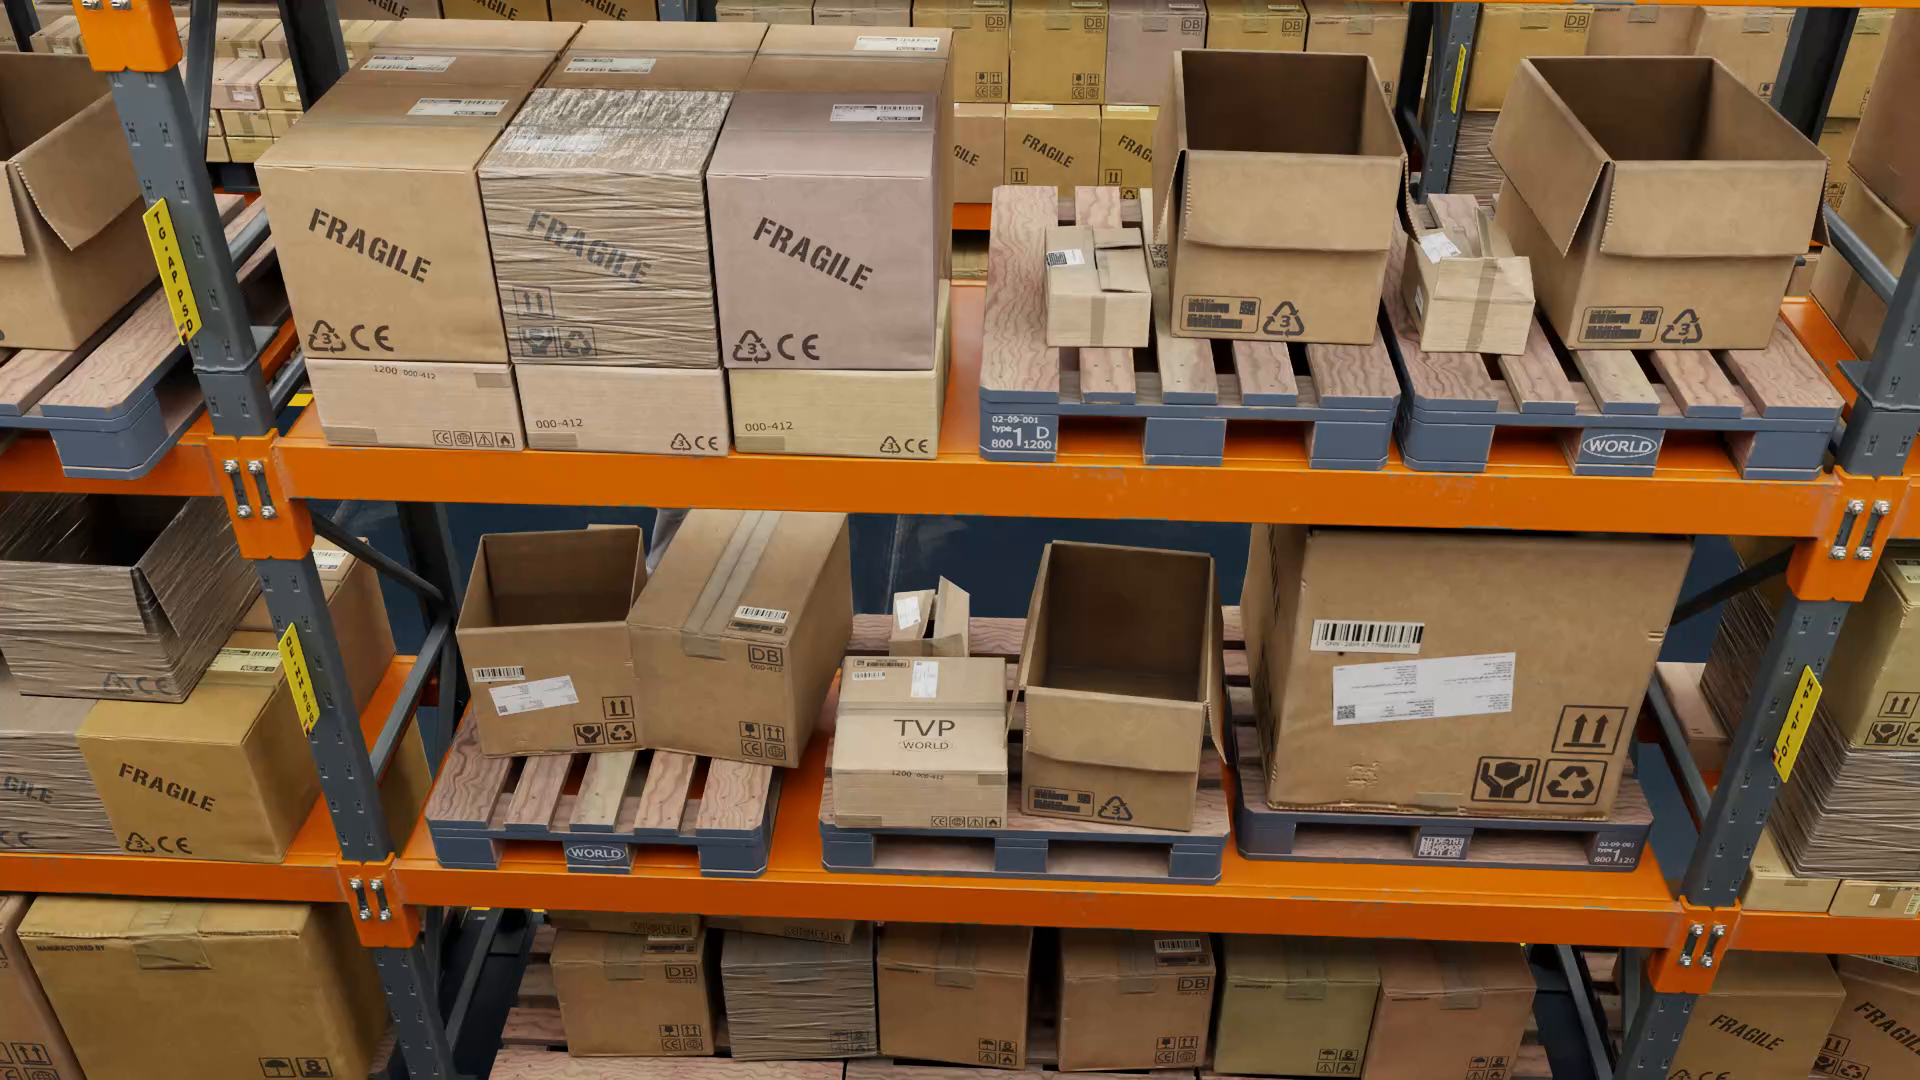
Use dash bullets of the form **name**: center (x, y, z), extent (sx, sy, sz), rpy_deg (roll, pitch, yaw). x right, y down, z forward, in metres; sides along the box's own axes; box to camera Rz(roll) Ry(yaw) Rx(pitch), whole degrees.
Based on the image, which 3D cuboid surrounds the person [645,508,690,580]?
- **person**: center (-1.296, -0.525, 7.868), extent (0.805, 1.758, 0.632), rpy_deg (6, 36, 9)
